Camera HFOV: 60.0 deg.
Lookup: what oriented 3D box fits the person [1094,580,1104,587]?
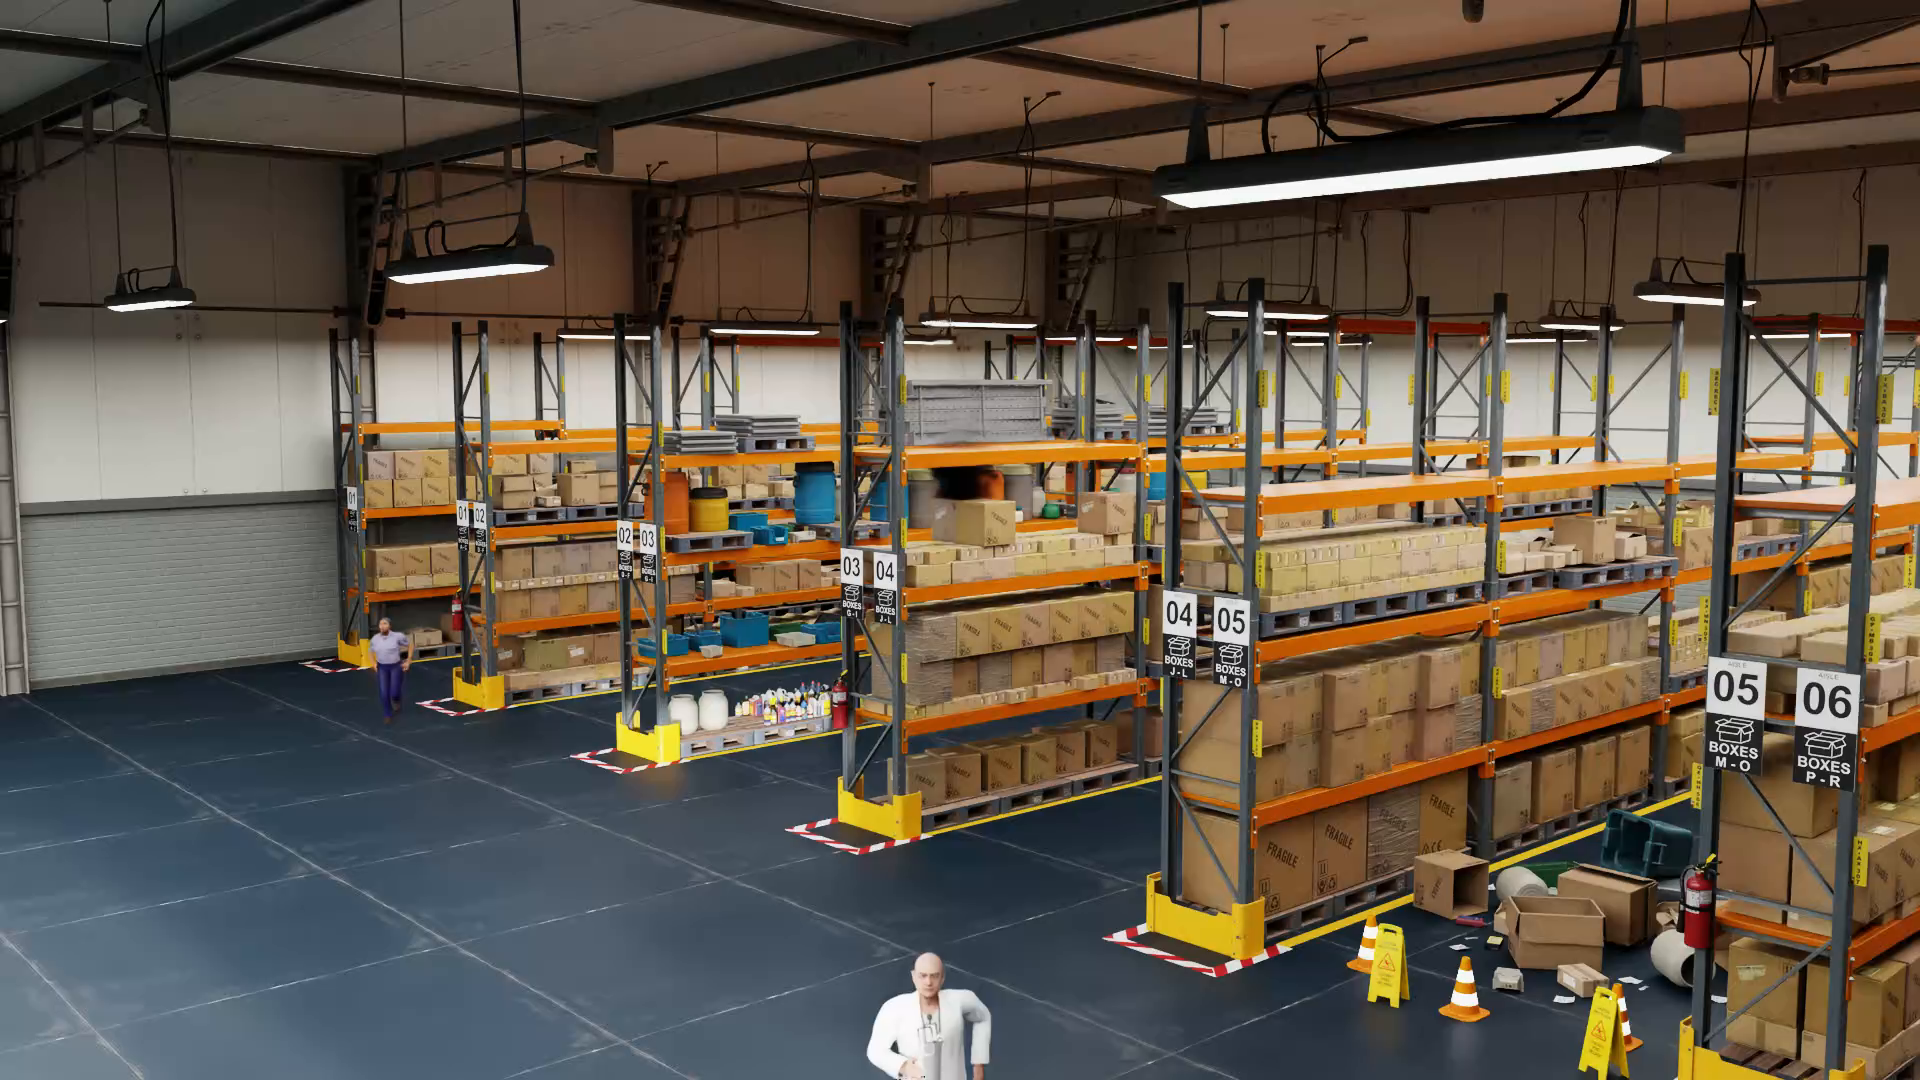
[{"bbox_3d":[2.577,1.151,32.396,0.597,1.637,0.783,4,7,38],"label":"person"}]

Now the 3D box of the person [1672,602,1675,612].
[{"bbox_3d":[10.638,1.802,25.068,1.052,1.787,0.730,-4,7,-33],"label":"person"}]

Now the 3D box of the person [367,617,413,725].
[{"bbox_3d":[-8.465,1.945,24.675,0.631,1.614,0.588,-1,6,-5],"label":"person"}]

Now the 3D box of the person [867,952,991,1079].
[{"bbox_3d":[-0.183,3.427,9.767,0.703,1.653,0.840,0,6,3],"label":"person"}]
